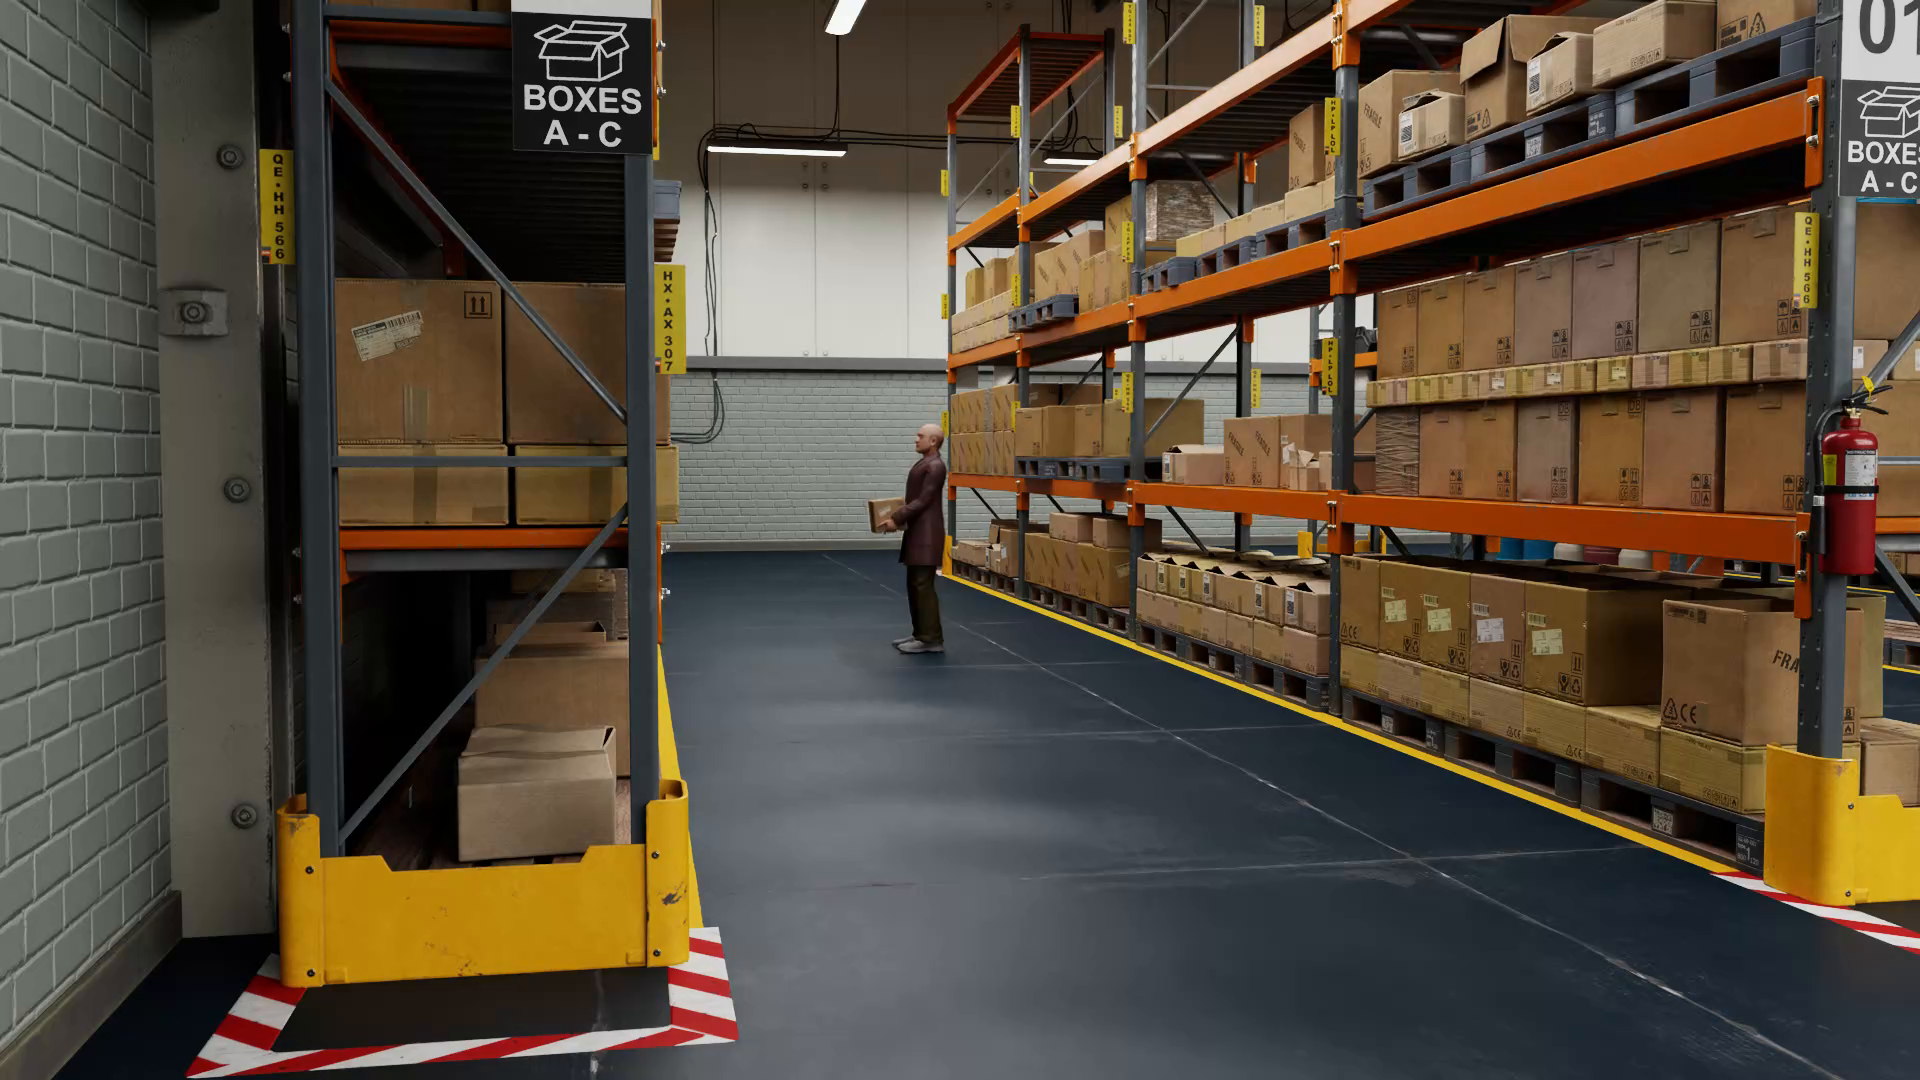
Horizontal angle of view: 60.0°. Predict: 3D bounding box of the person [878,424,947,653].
[{"bbox_3d":[-0.386,-0.019,12.964,0.554,1.774,0.533,-1,3,-12],"label":"person"}]
